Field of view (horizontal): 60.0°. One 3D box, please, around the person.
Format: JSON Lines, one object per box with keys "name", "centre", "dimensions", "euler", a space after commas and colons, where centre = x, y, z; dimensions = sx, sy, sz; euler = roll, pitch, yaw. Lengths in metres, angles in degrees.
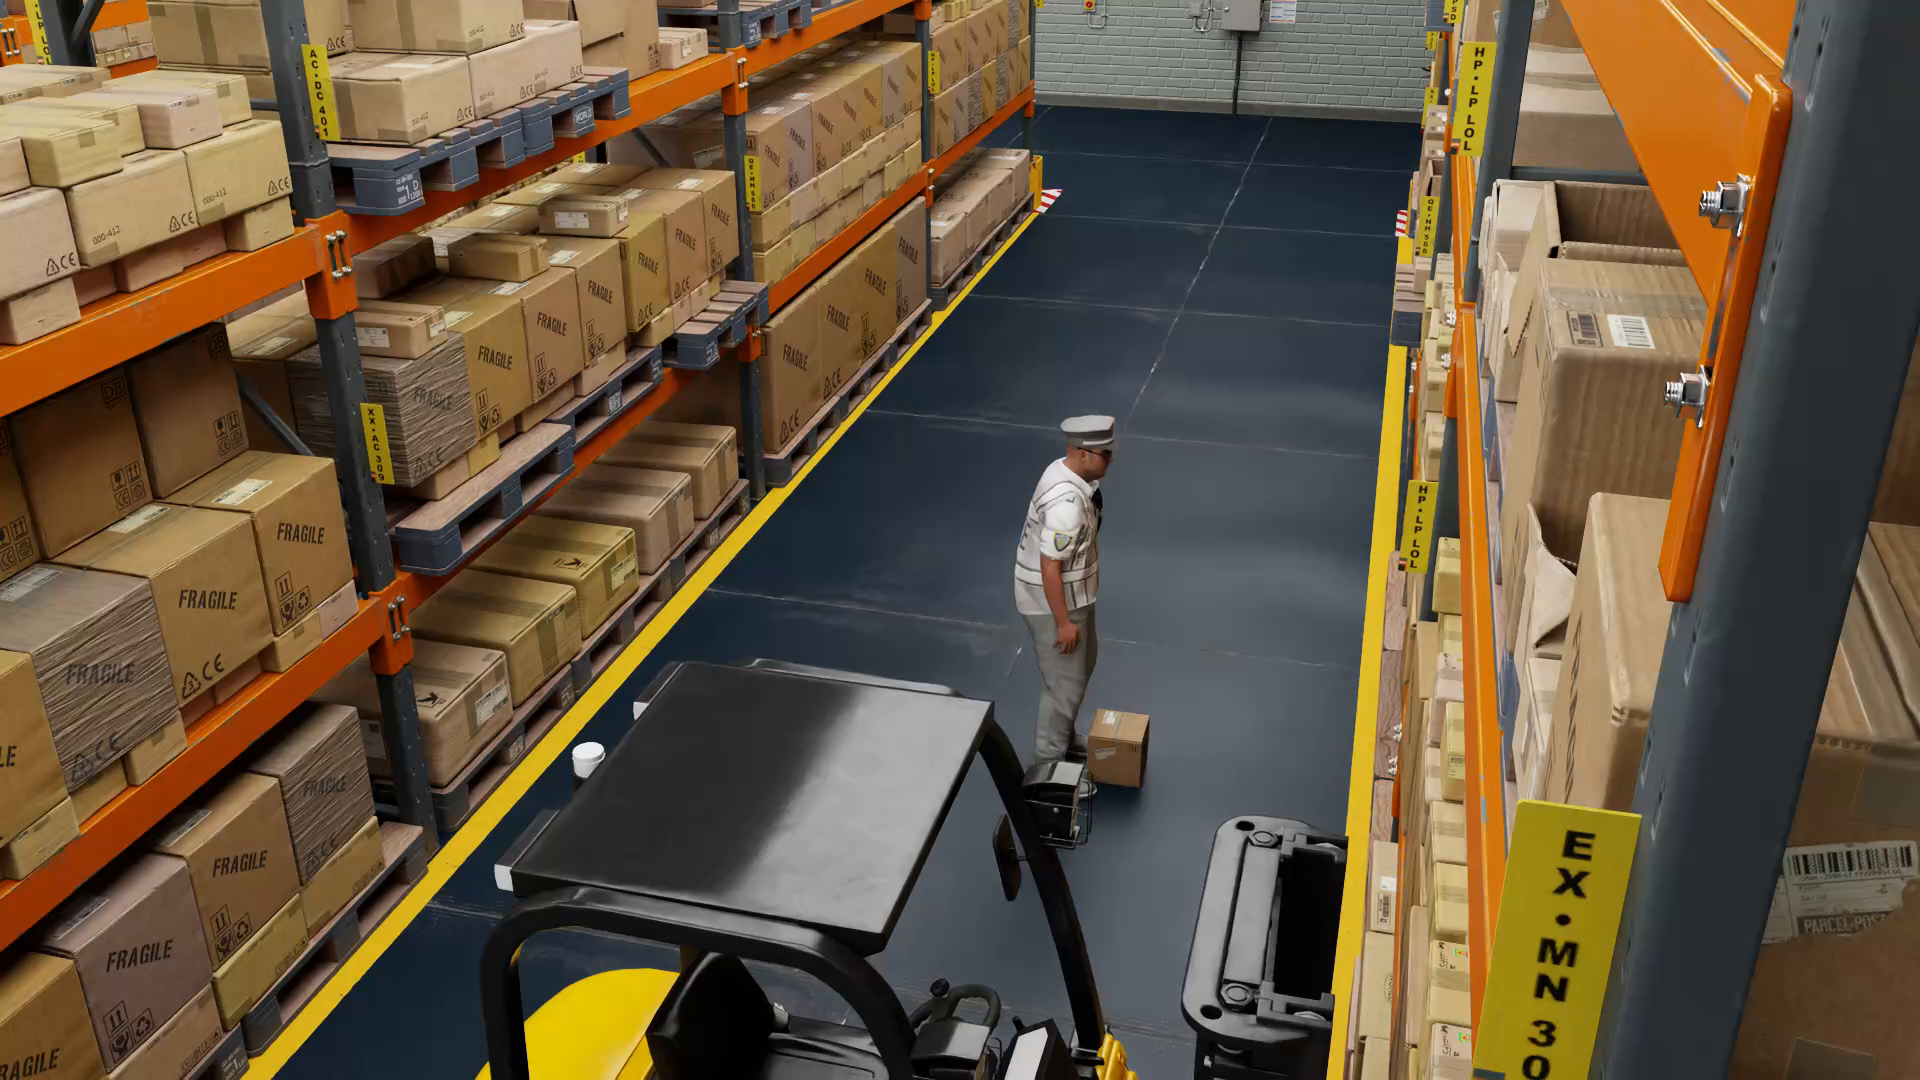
{"name": "person", "centre": [0.471, 0.269, 7.528], "dimensions": [0.437, 1.747, 0.599], "euler": [5, 26, 10]}
